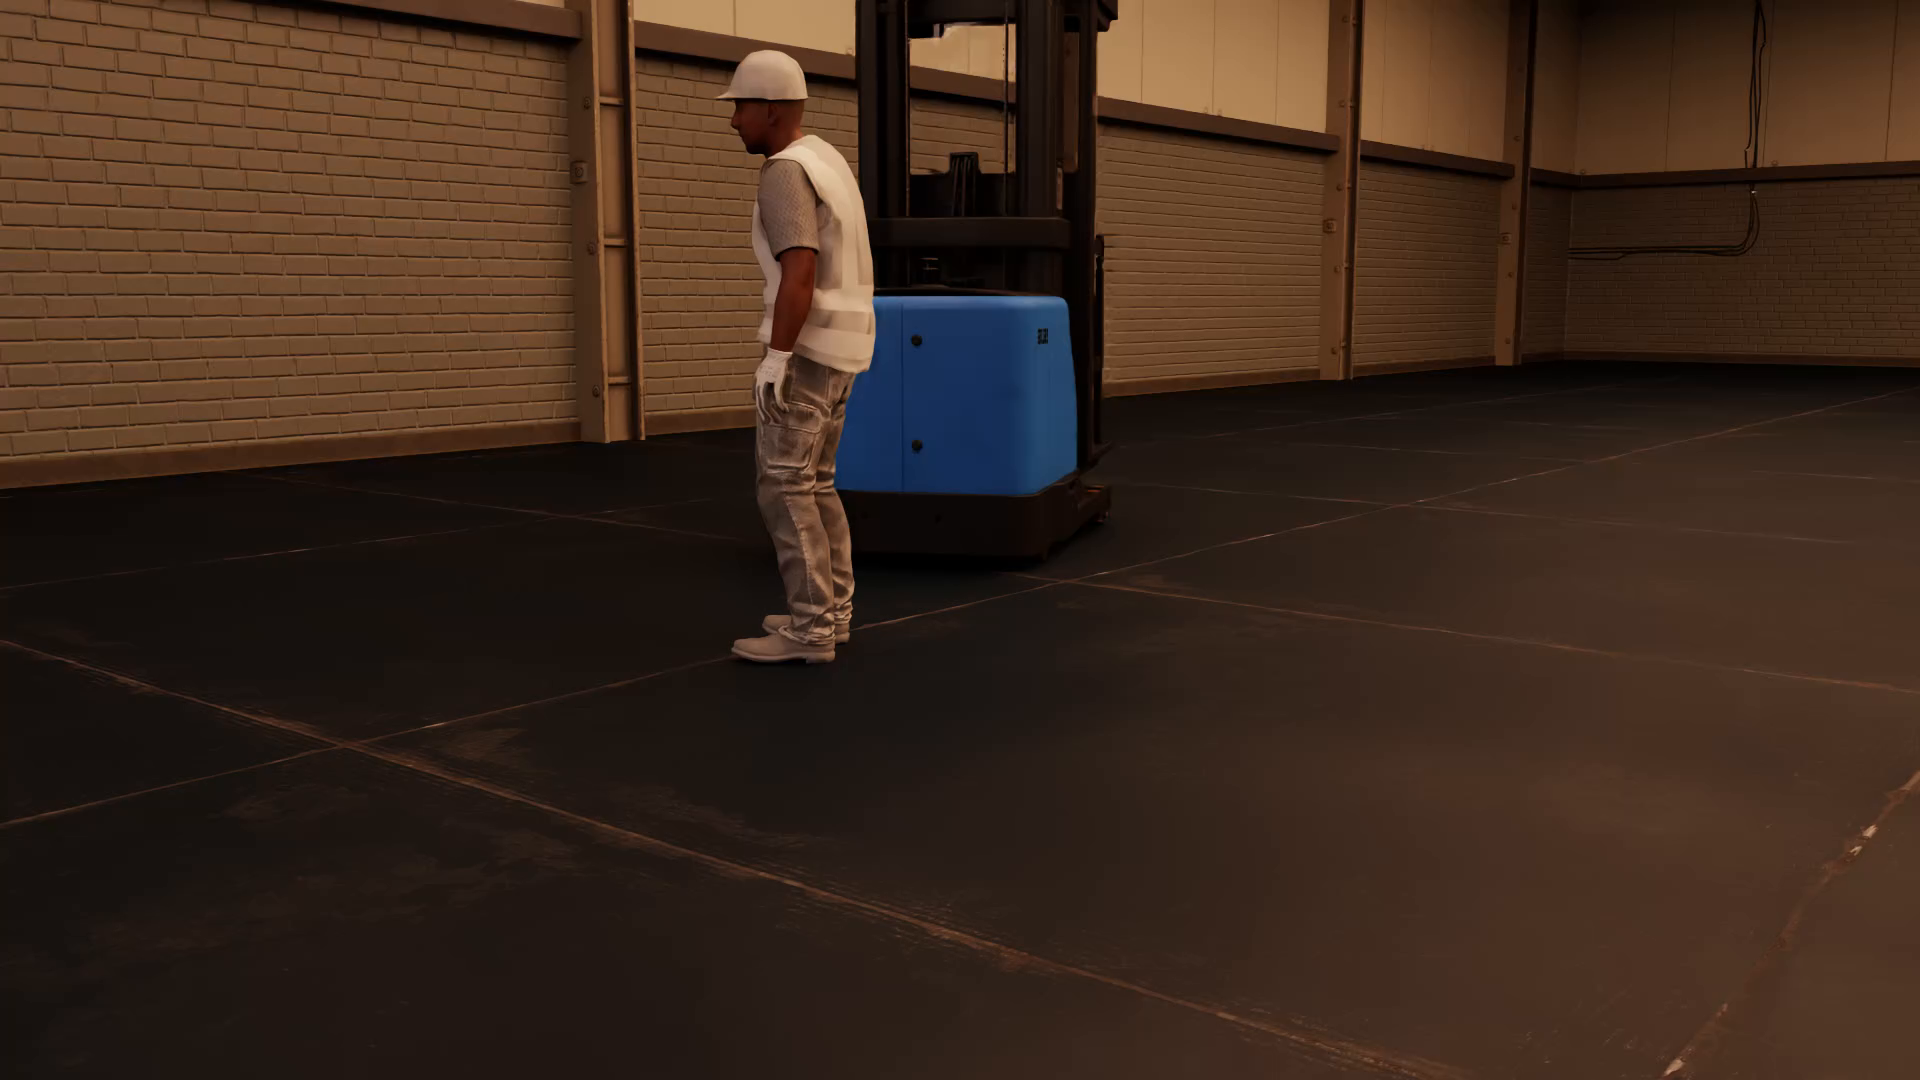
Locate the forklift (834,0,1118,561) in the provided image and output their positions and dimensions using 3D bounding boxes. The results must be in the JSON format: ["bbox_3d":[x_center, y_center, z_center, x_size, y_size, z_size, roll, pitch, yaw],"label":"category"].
[{"bbox_3d":[0.128,-1.540,7.803,1.130,2.935,3.031,2,9,13],"label":"forklift"}]

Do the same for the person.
[{"bbox_3d":[-0.482,-0.532,4.929,0.449,1.773,0.620,1,8,7],"label":"person"}]
